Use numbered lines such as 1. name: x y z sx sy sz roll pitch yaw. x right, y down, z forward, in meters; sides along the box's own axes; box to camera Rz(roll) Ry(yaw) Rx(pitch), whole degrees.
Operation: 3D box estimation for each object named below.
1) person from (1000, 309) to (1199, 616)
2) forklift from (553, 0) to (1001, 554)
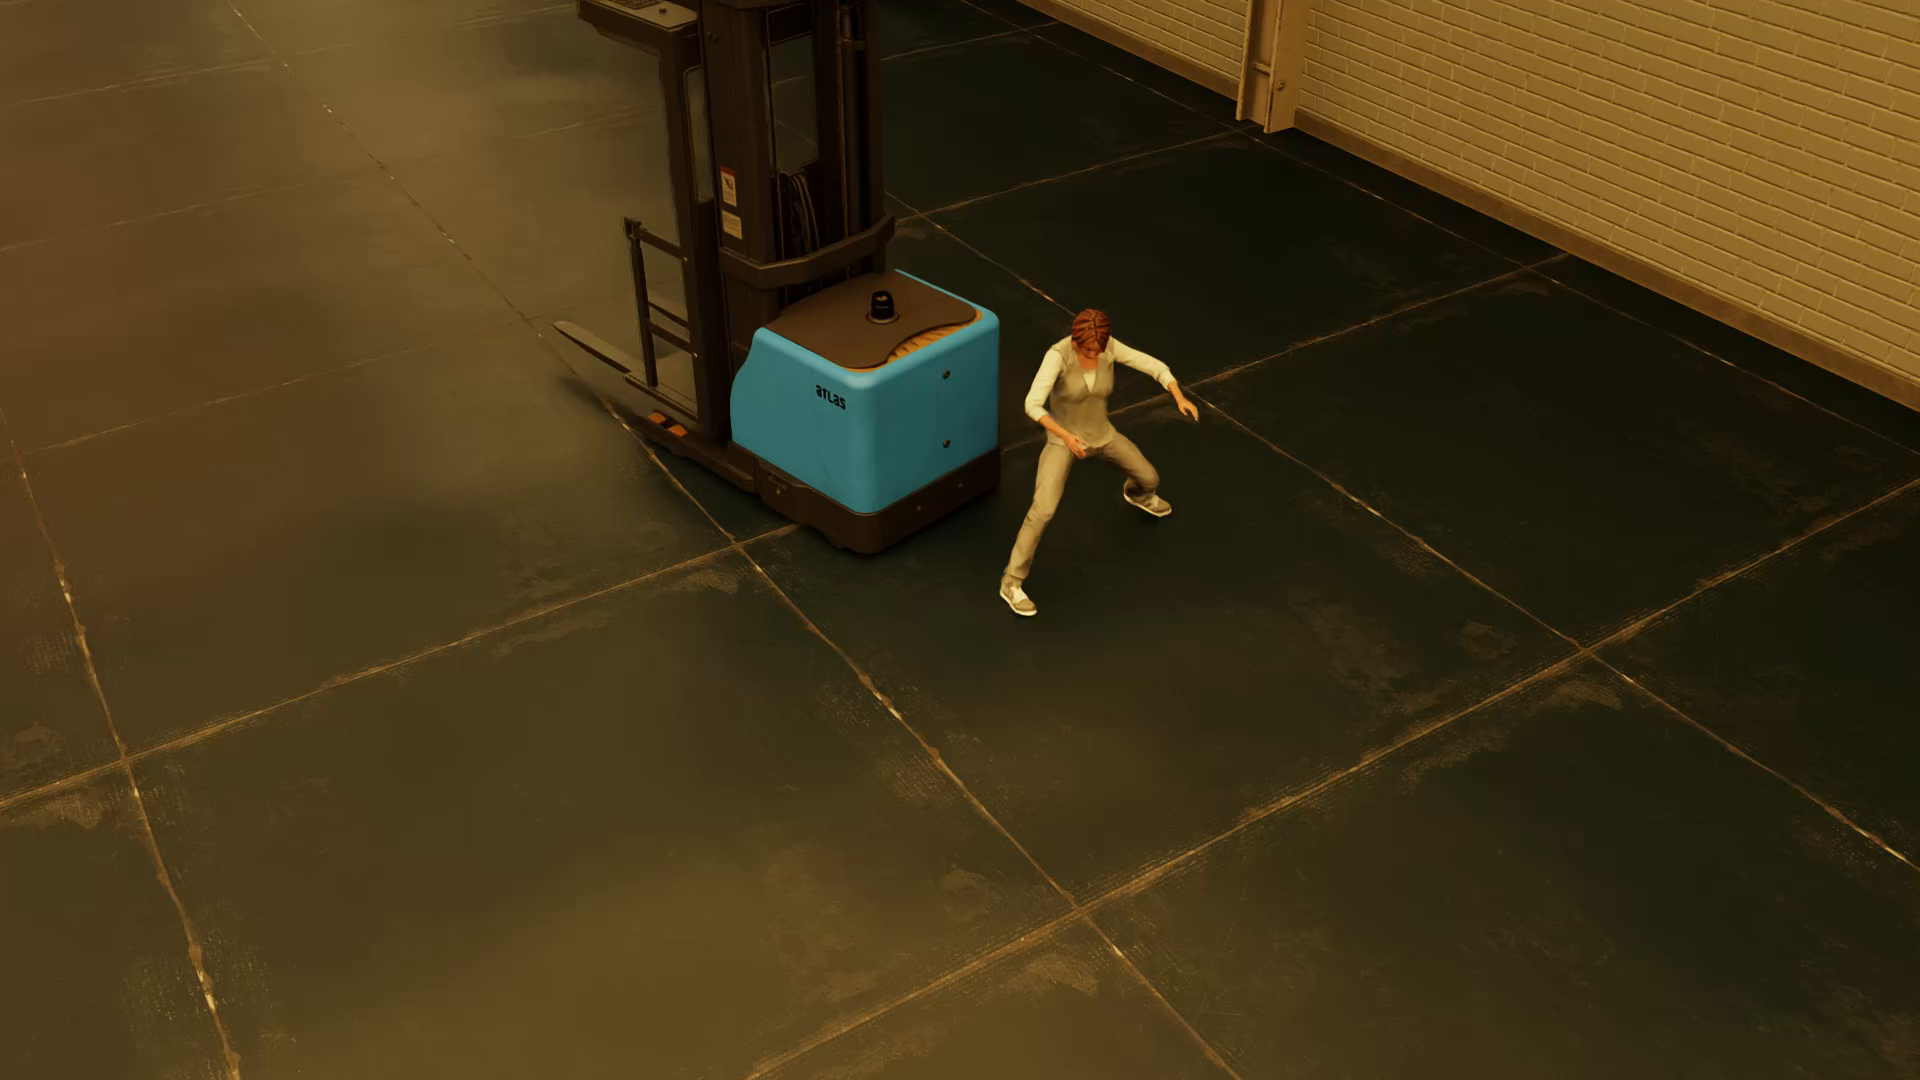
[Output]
1. person: 0.679 -0.478 8.158 1.128 1.400 0.761 -11 37 -16
2. forklift: -1.184 -1.869 8.807 3.031 2.935 1.130 29 45 35
